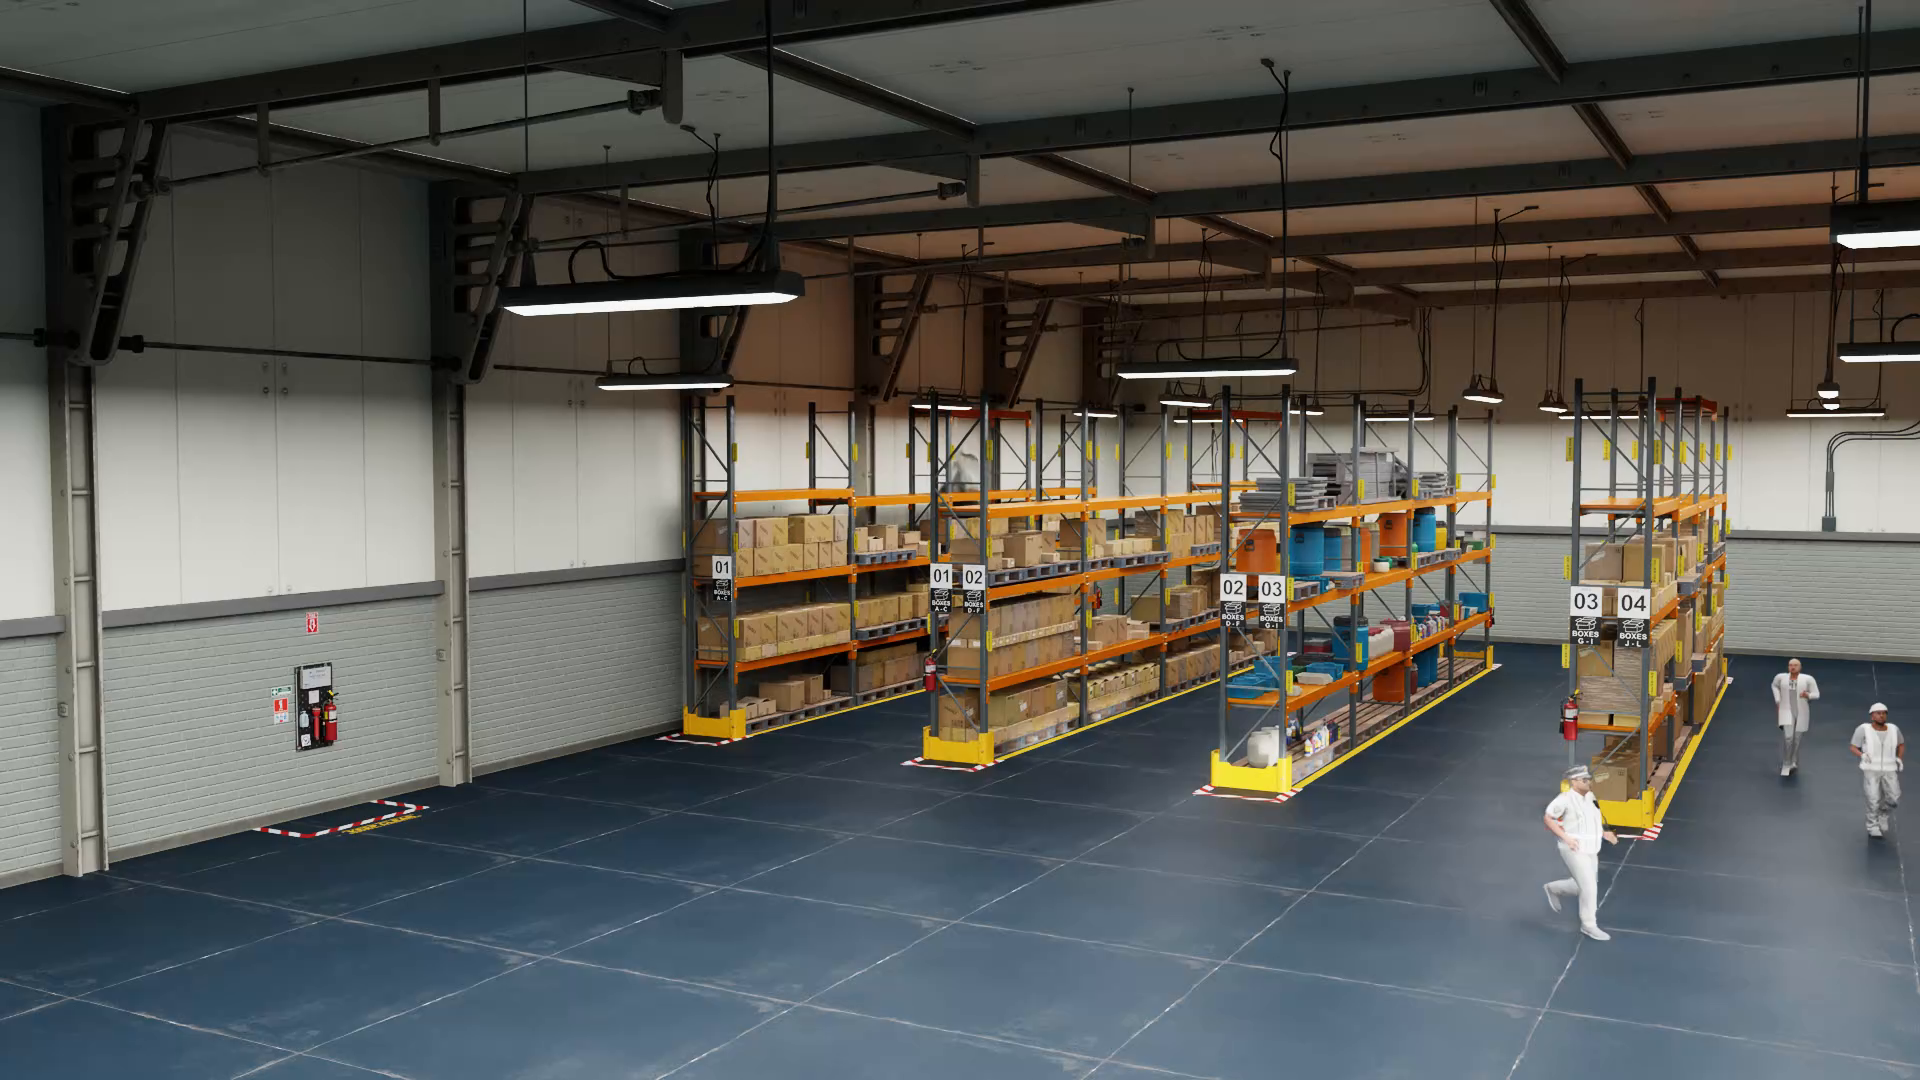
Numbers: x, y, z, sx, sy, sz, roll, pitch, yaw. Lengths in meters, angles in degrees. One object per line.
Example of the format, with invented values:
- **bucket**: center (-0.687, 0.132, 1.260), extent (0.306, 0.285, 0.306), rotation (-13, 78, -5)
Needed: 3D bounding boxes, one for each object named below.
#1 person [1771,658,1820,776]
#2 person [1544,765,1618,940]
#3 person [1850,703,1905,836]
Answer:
- **person**: center (13.017, 2.767, 25.924), extent (0.665, 1.857, 0.847), rotation (1, 3, 24)
- **person**: center (6.440, 3.223, 17.370), extent (0.663, 1.776, 0.819), rotation (-2, 4, -36)
- **person**: center (11.935, 2.990, 21.568), extent (0.672, 1.736, 0.593), rotation (1, 3, 14)
